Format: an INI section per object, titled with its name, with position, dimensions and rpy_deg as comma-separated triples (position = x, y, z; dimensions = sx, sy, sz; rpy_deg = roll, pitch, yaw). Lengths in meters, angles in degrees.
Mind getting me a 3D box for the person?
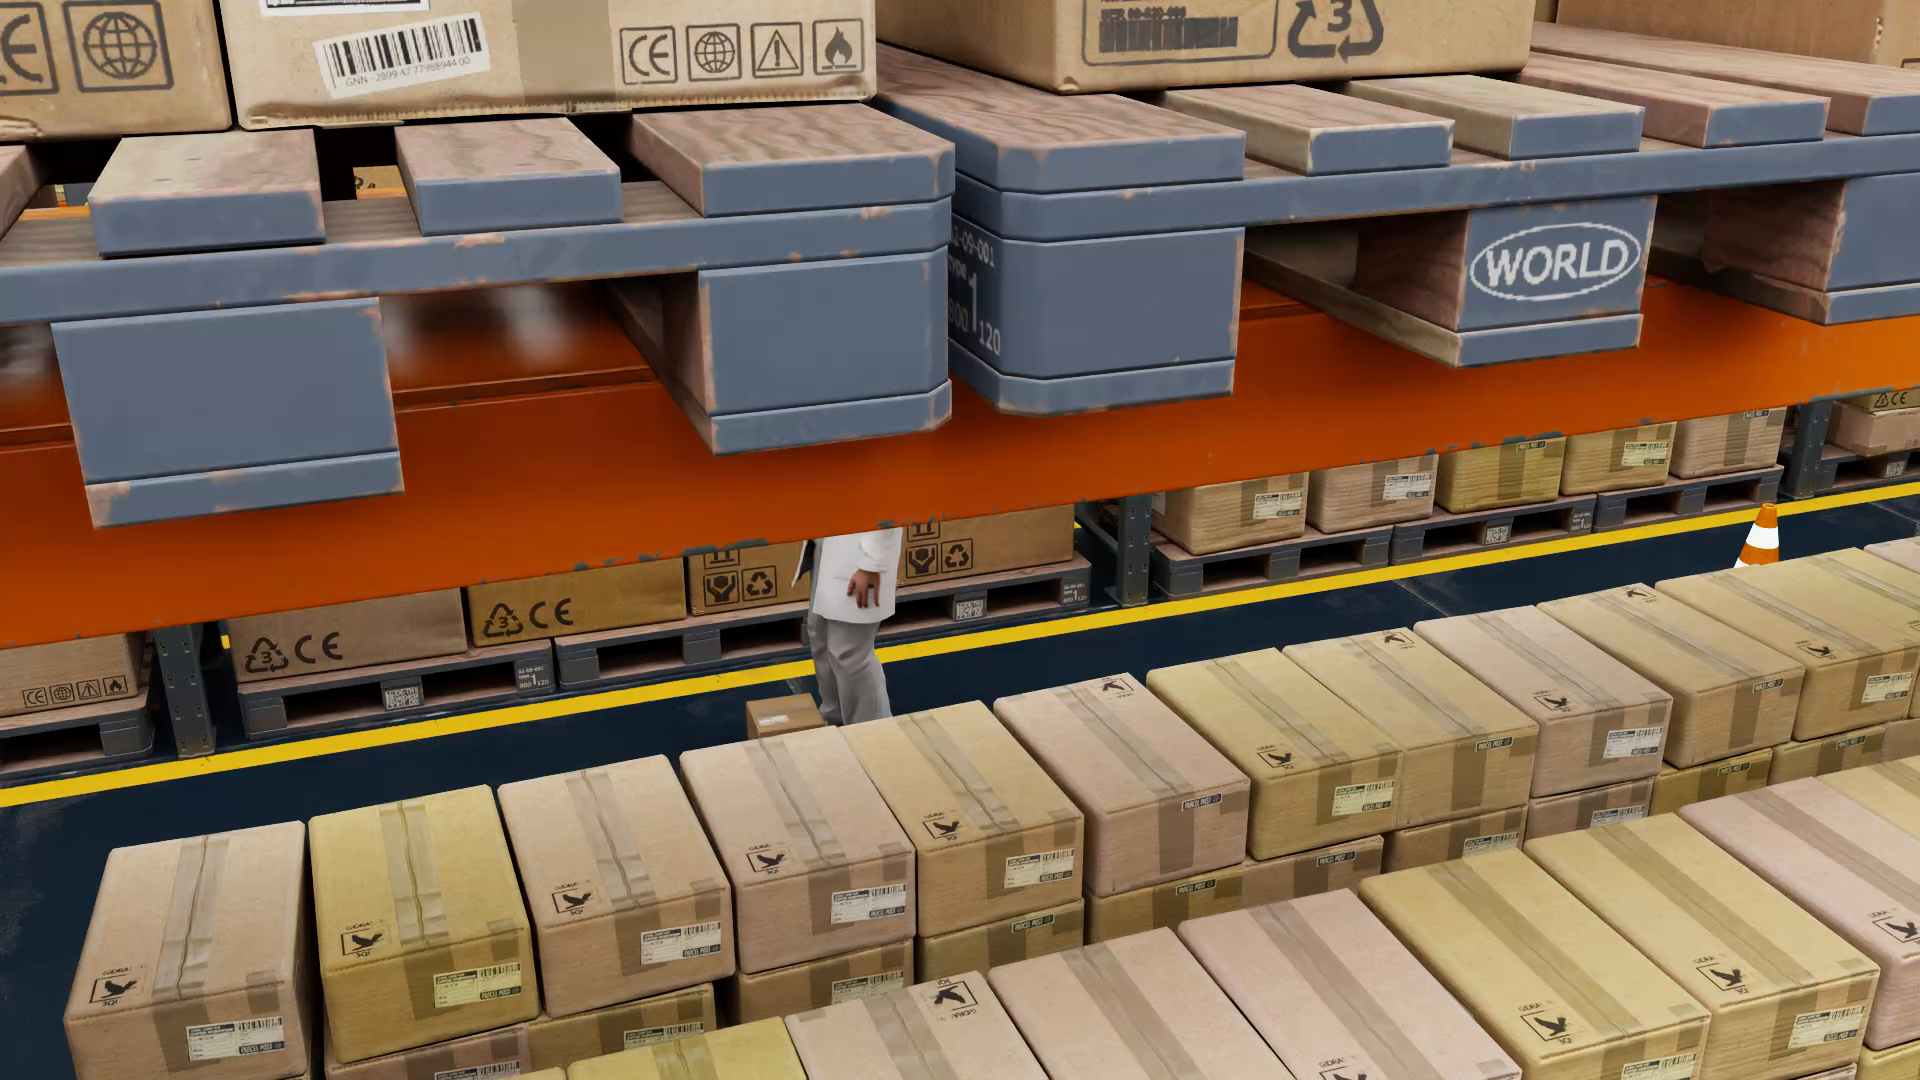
[person]
position = -0.417, 0.019, 6.066
dimensions = 0.429, 1.772, 0.642
rpy_deg = -9, 24, -22
